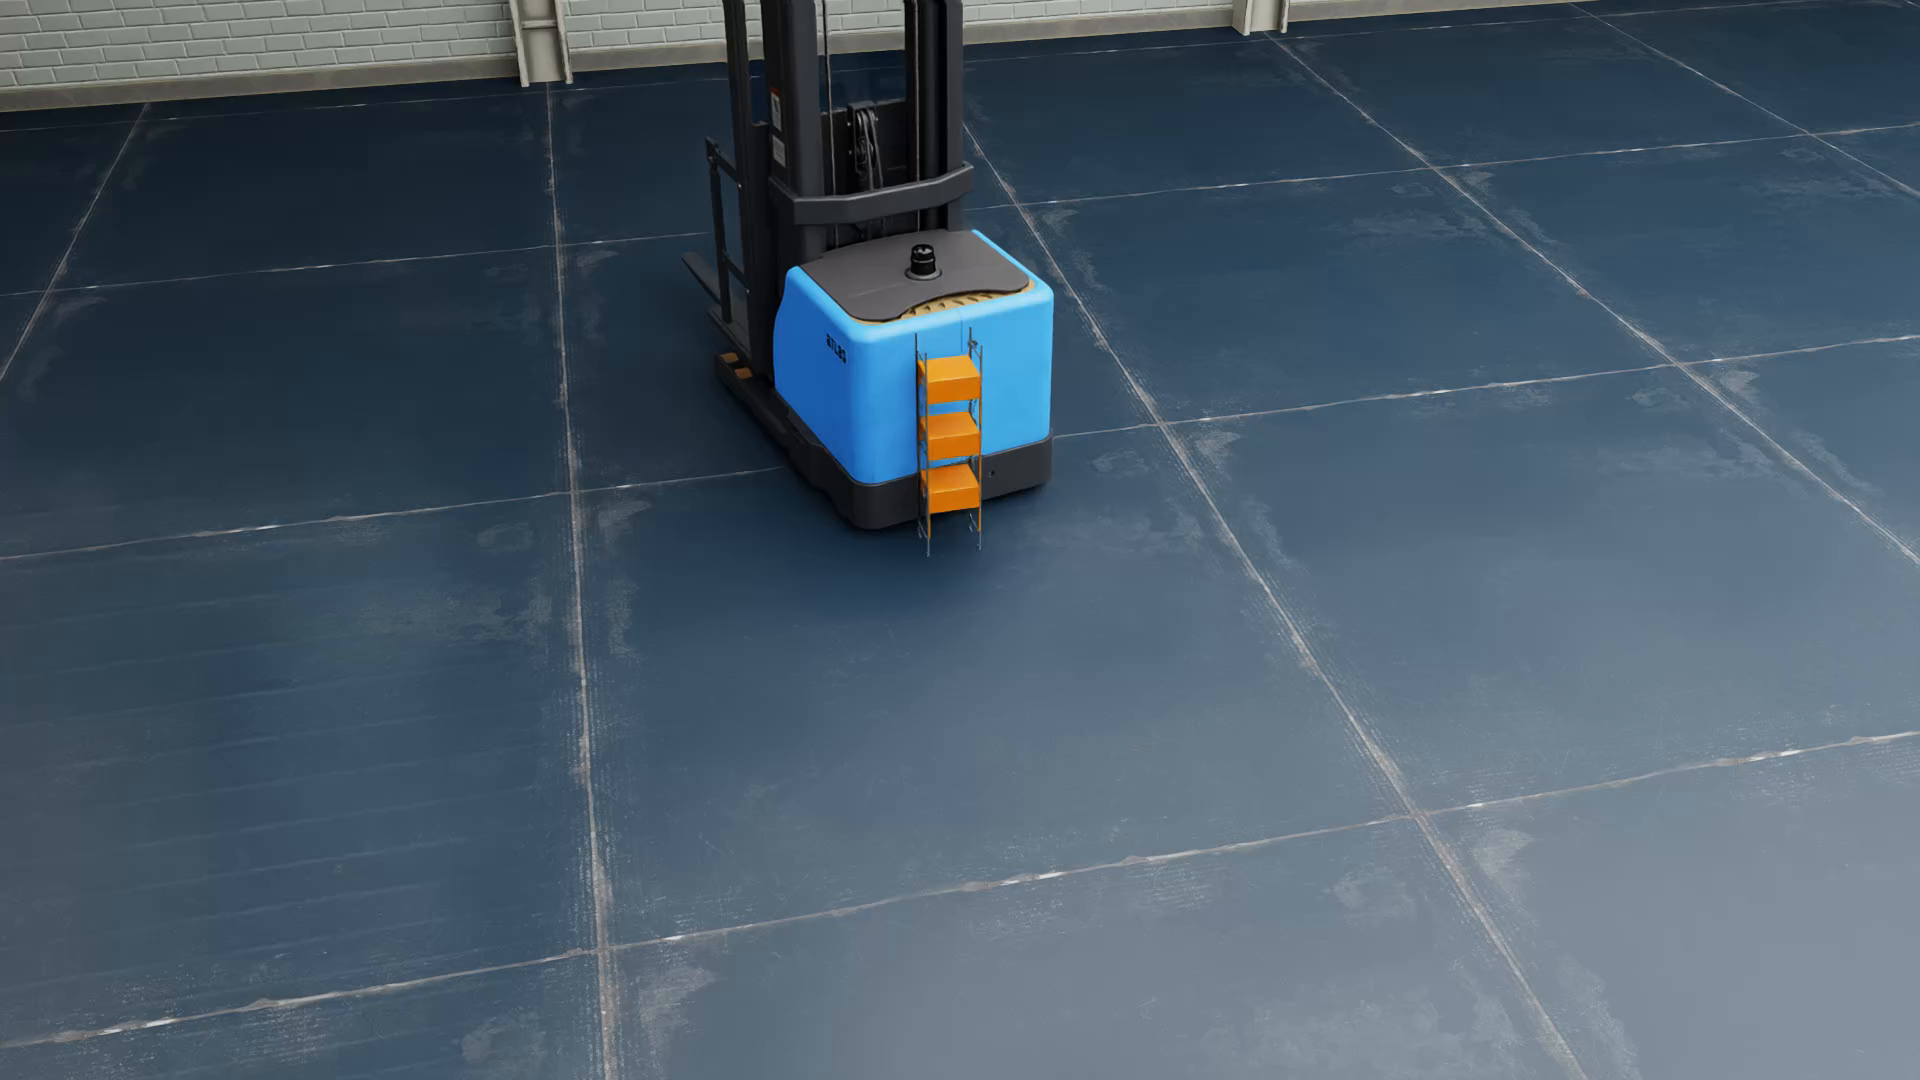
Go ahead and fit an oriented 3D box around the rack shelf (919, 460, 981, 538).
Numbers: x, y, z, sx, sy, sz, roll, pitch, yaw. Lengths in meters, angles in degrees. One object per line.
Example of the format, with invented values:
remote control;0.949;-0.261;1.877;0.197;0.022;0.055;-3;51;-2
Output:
rack shelf;-0.049;-0.188;7.605;0.240;0.259;0.215;-8;35;-12

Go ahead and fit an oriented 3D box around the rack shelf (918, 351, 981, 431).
rack shelf;-0.050;-0.655;7.293;0.240;0.259;0.215;-8;35;-12

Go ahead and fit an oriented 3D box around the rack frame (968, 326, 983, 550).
rack frame;0.068;-0.445;7.470;0.008;1.050;0.200;-8;35;-12

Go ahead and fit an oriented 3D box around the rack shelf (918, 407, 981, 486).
rack shelf;-0.050;-0.419;7.451;0.240;0.259;0.215;-8;35;-12

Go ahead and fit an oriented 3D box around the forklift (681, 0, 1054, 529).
forklift;-0.674;-2.070;8.205;1.130;2.935;3.031;-16;37;-22

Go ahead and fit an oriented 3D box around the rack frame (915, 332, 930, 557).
rack frame;-0.168;-0.411;7.419;0.008;1.050;0.200;-8;35;-12

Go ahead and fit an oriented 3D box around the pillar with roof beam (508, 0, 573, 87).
pillar with roof beam;-2.332;-5.061;7.216;0.400;9.000;9.100;-7;35;-11

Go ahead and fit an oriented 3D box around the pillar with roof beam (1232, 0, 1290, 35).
pillar with roof beam;3.520;-5.799;8.315;0.400;9.000;9.100;-7;35;-11

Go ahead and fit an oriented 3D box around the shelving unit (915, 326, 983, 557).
shelving unit;-0.050;-0.428;7.445;0.252;1.050;0.215;-8;35;-12
